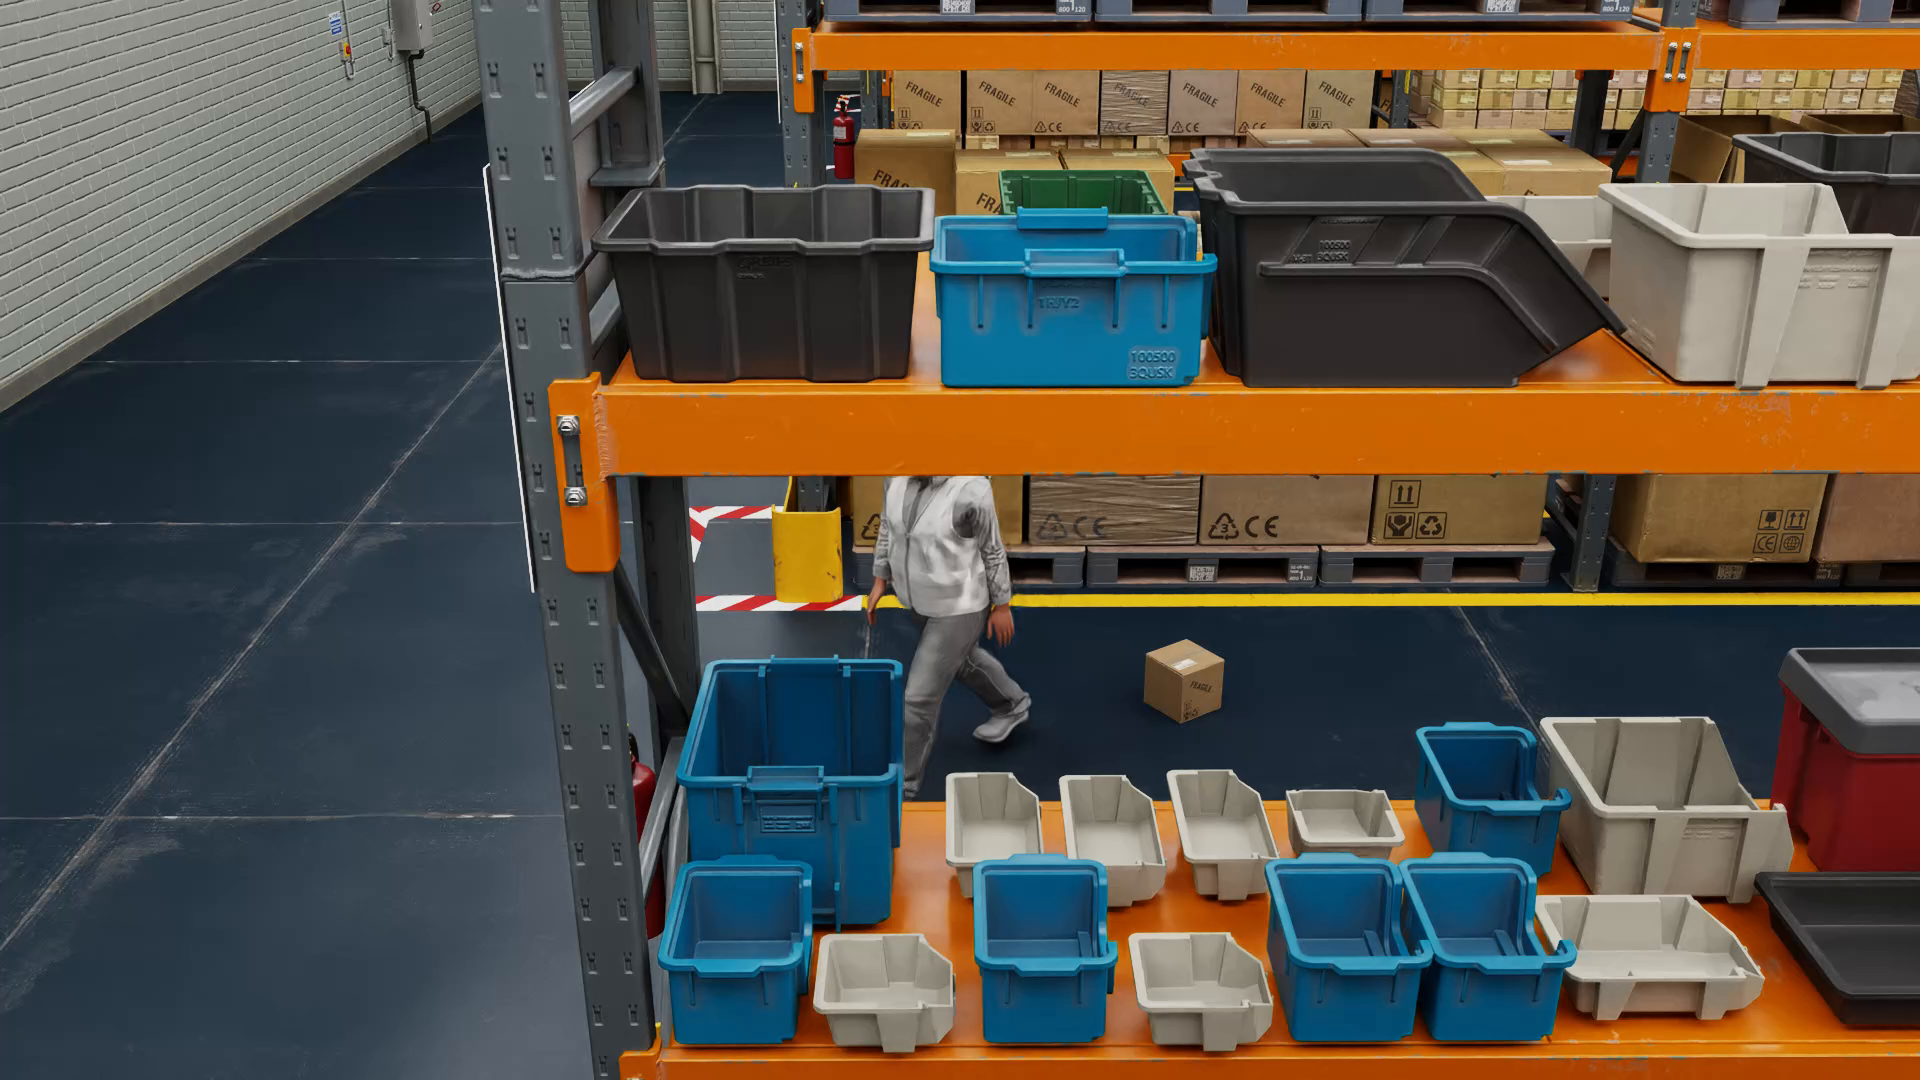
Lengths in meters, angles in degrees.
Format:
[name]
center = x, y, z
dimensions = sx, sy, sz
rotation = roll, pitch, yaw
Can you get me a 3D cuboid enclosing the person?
[person]
center = -0.087, 0.205, 6.637
dimensions = 1.056, 1.724, 0.561
rotation = -20, 31, -37
